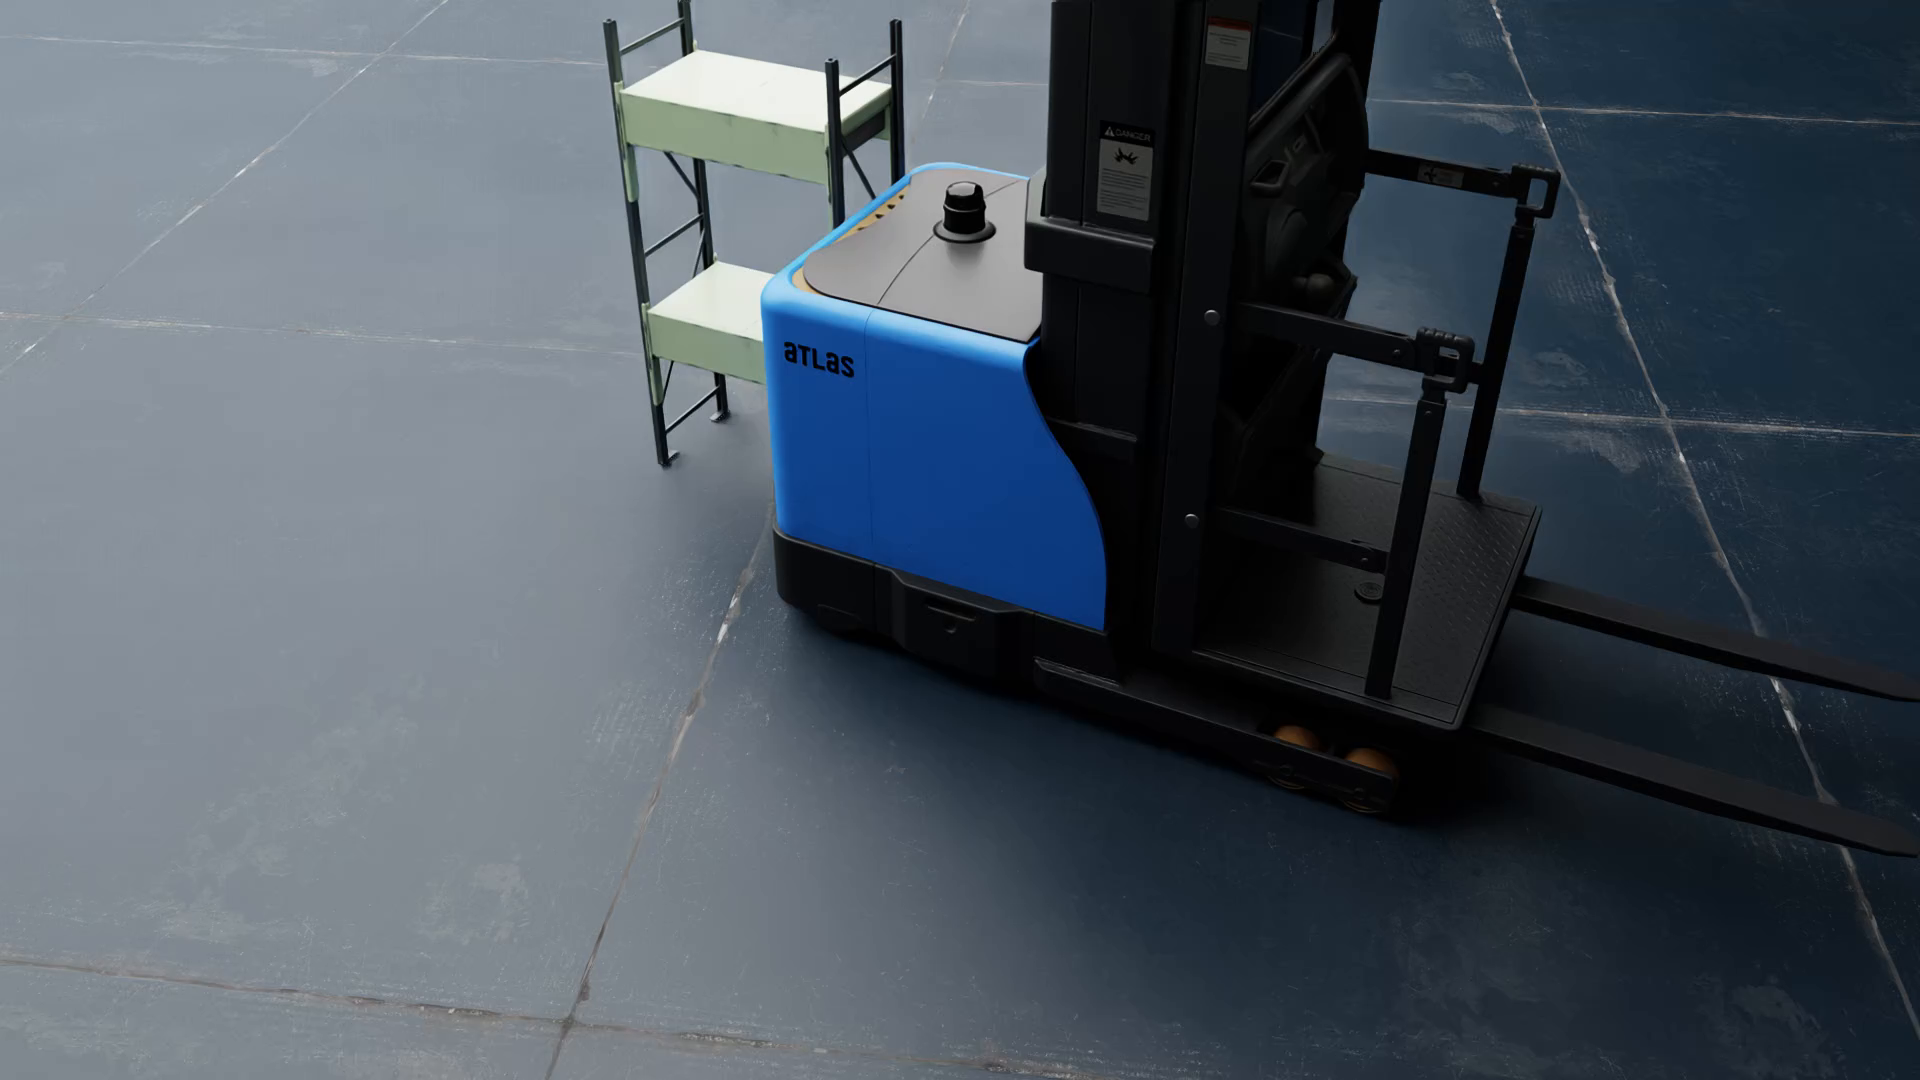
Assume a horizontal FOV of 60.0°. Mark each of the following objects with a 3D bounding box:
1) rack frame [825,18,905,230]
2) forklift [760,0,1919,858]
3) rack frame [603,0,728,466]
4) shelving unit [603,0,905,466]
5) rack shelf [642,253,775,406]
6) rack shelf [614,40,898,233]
[{"bbox_3d":[-0.265,-0.778,5.049,0.023,1.500,0.400,16,39,21],"label":"rack frame"},{"bbox_3d":[1.011,-0.847,3.913,3.031,2.935,1.130,16,39,21],"label":"forklift"},{"bbox_3d":[-0.920,-0.968,5.315,0.023,1.500,0.400,16,39,21],"label":"rack frame"},{"bbox_3d":[-0.592,-0.873,5.182,0.755,1.500,0.431,16,39,21],"label":"shelving unit"},{"bbox_3d":[-0.592,-0.608,5.372,0.720,0.370,0.431,16,39,21],"label":"rack shelf"},{"bbox_3d":[-0.592,-1.191,4.956,0.720,0.370,0.431,16,39,21],"label":"rack shelf"}]
